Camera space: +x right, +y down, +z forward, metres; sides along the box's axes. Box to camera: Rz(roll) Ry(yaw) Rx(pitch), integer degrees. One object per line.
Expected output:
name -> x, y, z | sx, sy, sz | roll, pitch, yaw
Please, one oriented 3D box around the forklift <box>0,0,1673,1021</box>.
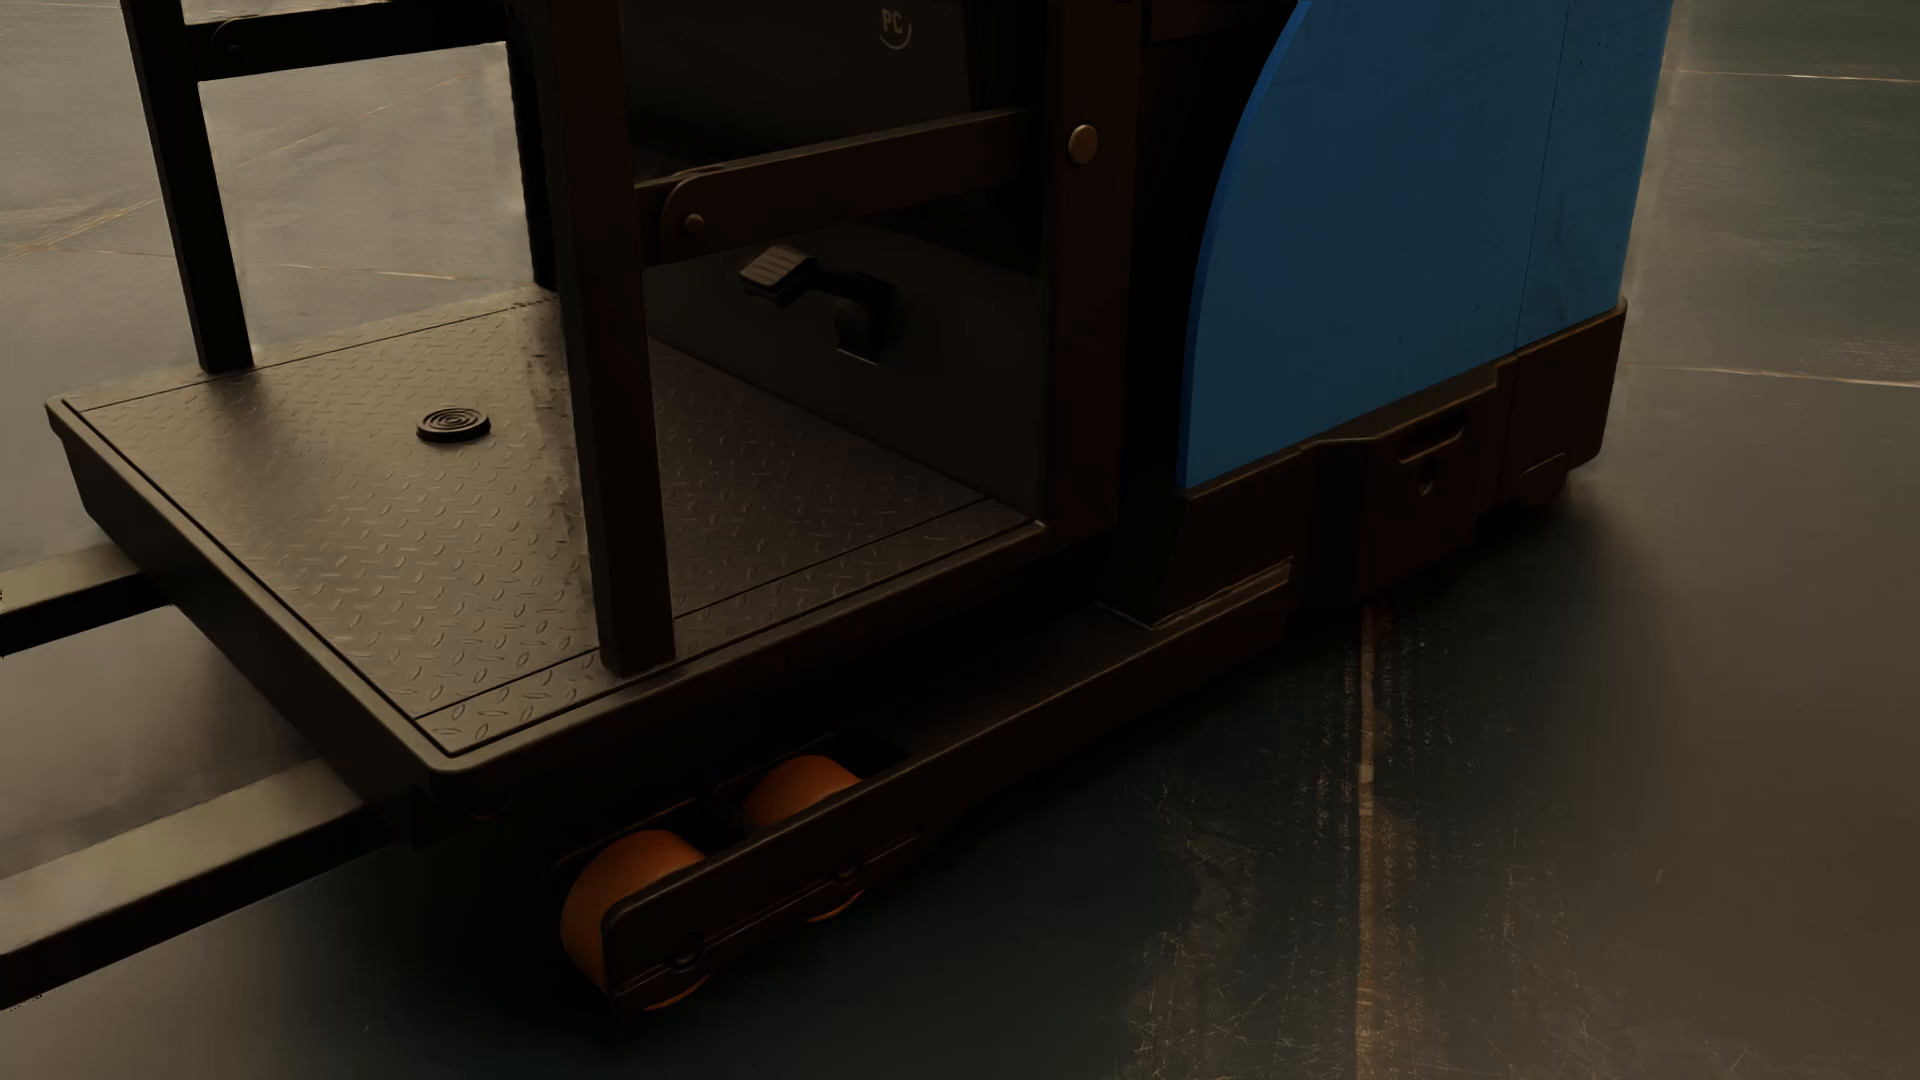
forklift -> -0.419, -1.124, 1.473 | 3.031, 2.935, 1.130 | -22, 34, -36
